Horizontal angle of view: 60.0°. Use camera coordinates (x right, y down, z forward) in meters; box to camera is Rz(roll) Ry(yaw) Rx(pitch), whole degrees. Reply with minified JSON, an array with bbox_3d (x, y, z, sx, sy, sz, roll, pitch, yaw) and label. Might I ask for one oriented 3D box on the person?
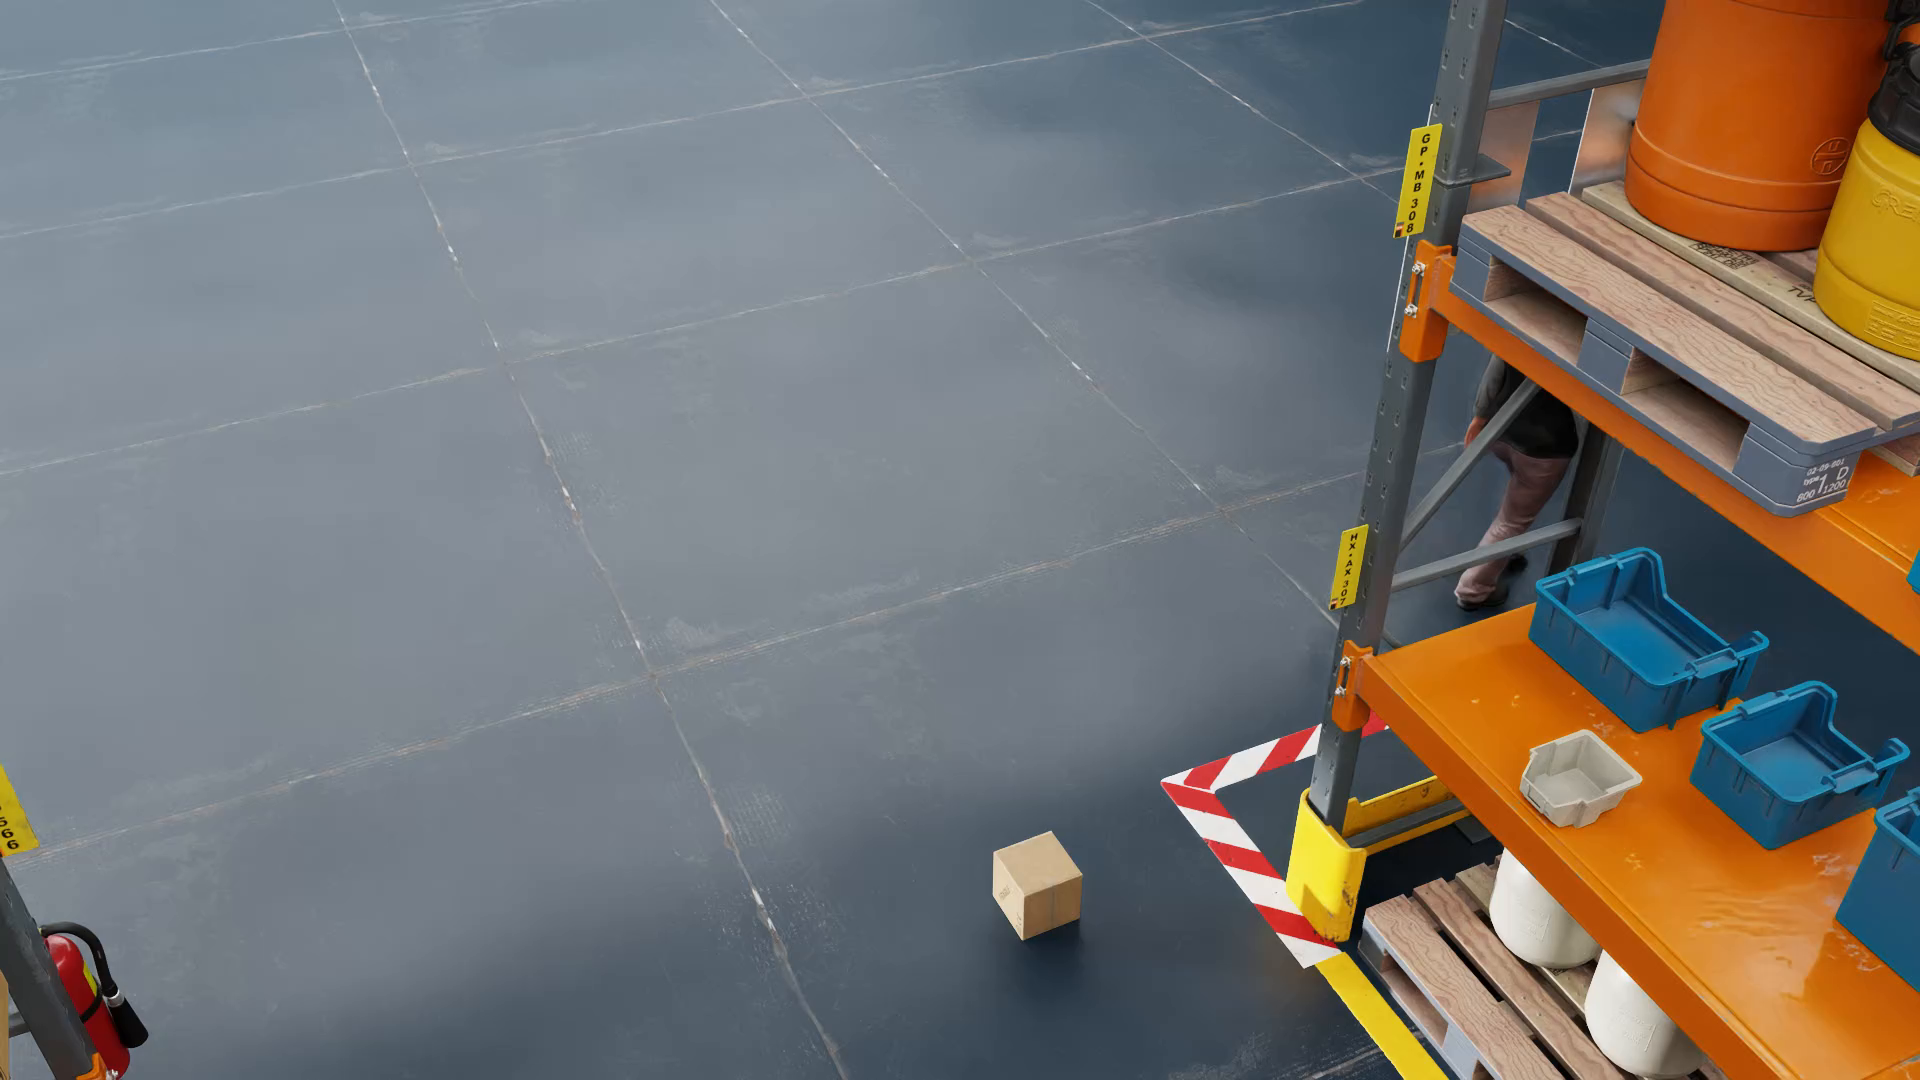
[{"bbox_3d":[2.588,-0.413,7.446,0.633,1.784,0.579,-17,40,-21],"label":"person"}]
